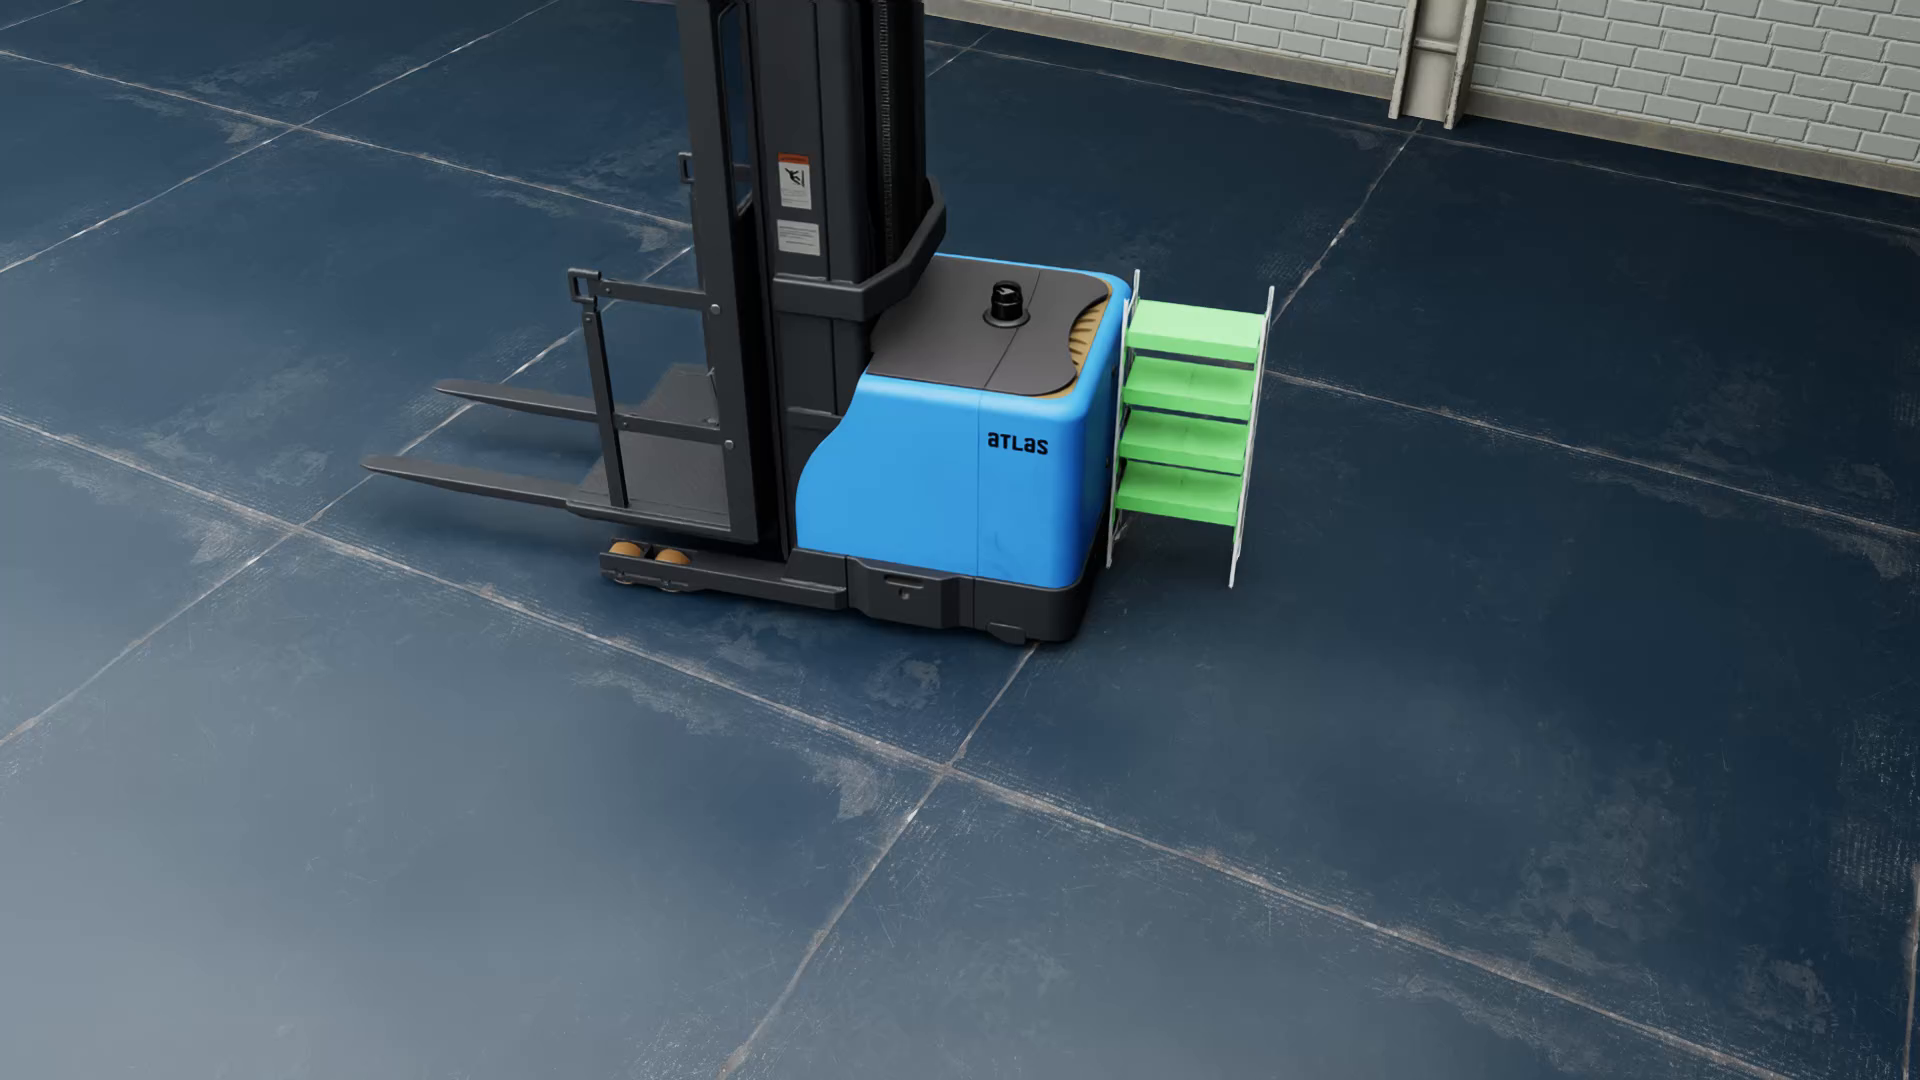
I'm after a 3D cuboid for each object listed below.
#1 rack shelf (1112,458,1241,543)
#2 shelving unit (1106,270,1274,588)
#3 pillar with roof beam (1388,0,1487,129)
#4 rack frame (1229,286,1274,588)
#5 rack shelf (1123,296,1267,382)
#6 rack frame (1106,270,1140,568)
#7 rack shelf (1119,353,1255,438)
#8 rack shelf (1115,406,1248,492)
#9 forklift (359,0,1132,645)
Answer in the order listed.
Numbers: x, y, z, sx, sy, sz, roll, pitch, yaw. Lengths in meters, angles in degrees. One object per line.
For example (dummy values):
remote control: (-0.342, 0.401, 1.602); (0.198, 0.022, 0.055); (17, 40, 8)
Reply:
rack shelf: (0.854, -0.157, 6.467); (0.480, 0.148, 0.258); (9, 38, 12)
shelving unit: (0.854, -0.399, 6.284); (0.503, 1.200, 0.258); (9, 38, 12)
pillar with roof beam: (0.879, -3.880, 4.418); (0.400, 9.000, 9.100); (17, 41, 21)
rack frame: (1.090, -0.362, 6.234); (0.015, 1.200, 0.240); (9, 38, 12)
rack shelf: (0.854, -0.731, 6.032); (0.480, 0.148, 0.258); (9, 38, 12)
rack frame: (0.618, -0.437, 6.333); (0.015, 1.200, 0.240); (9, 38, 12)
rack shelf: (0.854, -0.540, 6.177); (0.480, 0.148, 0.258); (9, 38, 12)
rack shelf: (0.854, -0.348, 6.322); (0.480, 0.148, 0.258); (9, 38, 12)
forklift: (-0.911, -1.262, 5.988); (3.031, 2.935, 1.130); (9, 38, 12)
